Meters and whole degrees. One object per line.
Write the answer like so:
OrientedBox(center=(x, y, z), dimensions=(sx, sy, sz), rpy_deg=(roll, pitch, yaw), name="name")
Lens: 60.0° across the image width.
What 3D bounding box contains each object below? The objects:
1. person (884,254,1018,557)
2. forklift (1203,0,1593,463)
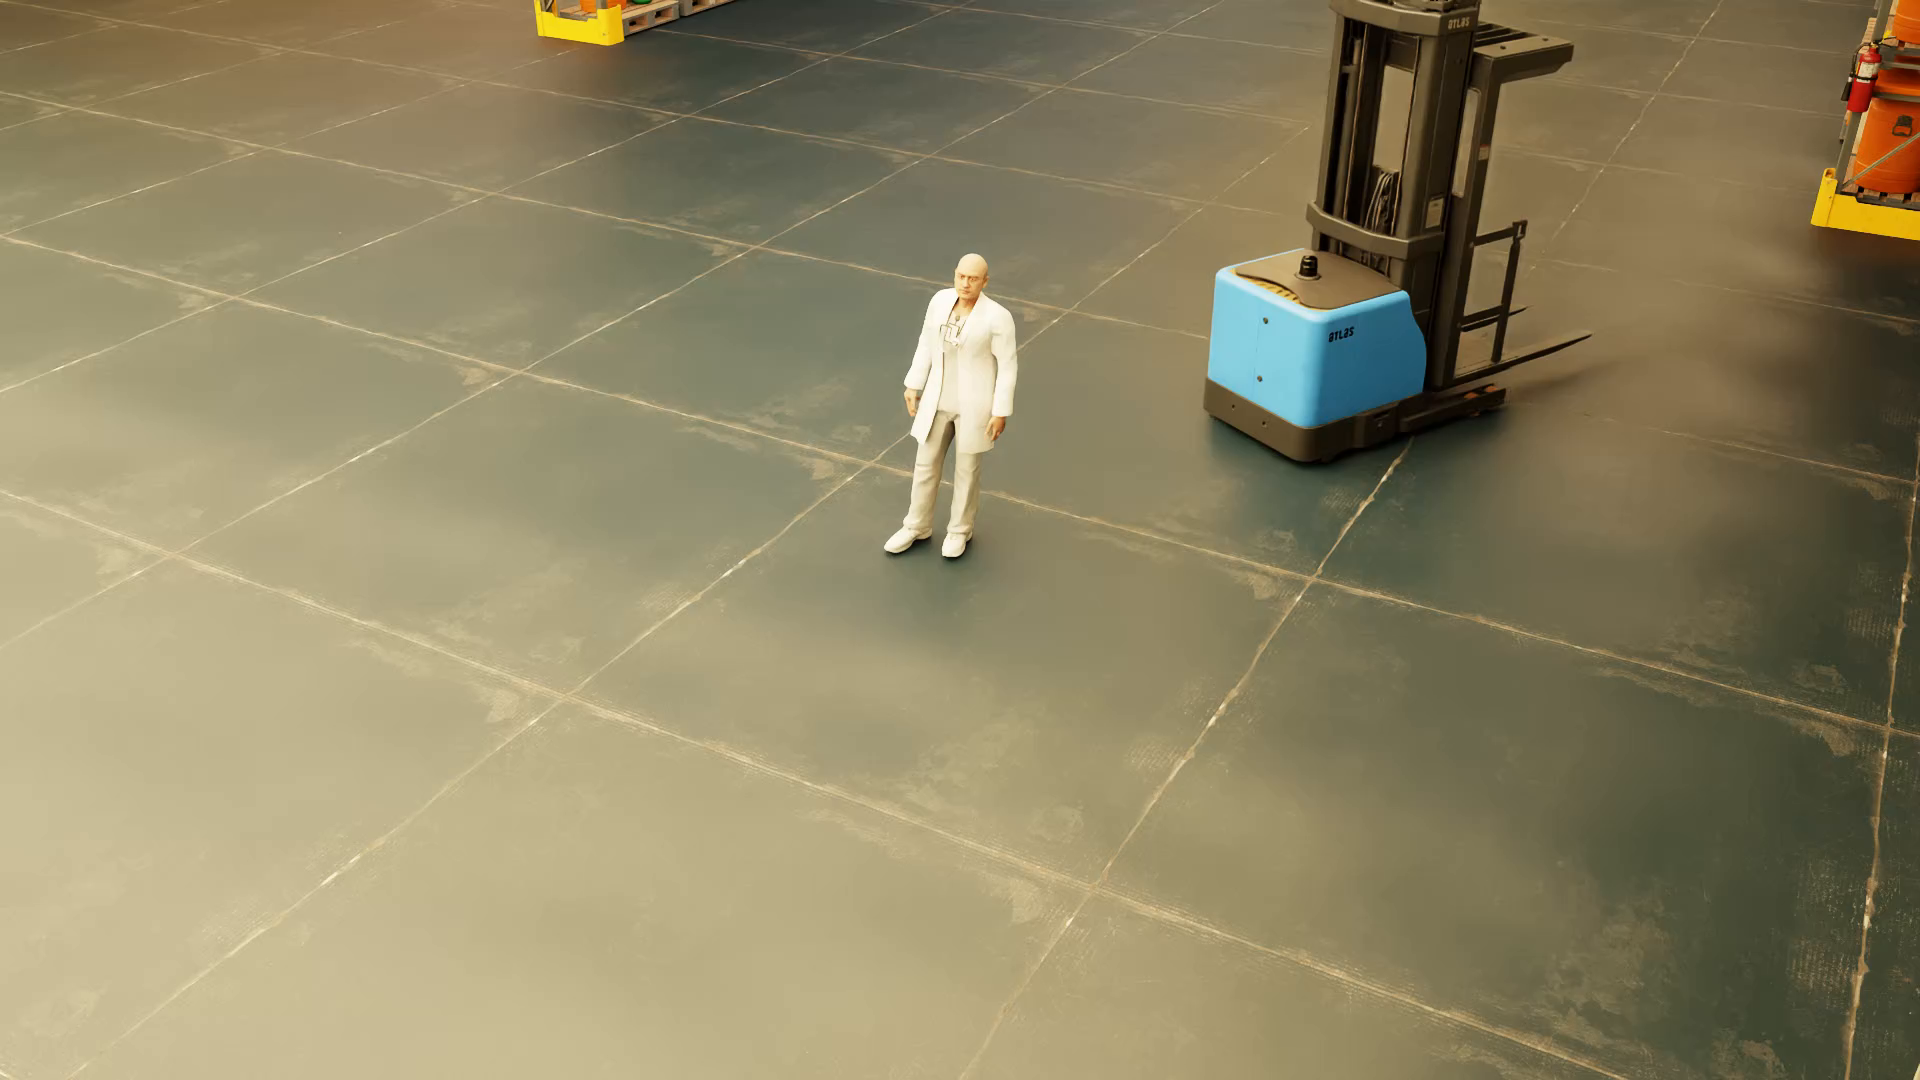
OrientedBox(center=(-0.048, -0.737, 9.487), dimensions=(0.696, 1.778, 0.578), rpy_deg=(15, 33, 25), name="person")
OrientedBox(center=(3.186, -2.322, 11.094), dimensions=(3.031, 2.935, 1.130), rpy_deg=(-18, 34, -28), name="forklift")
